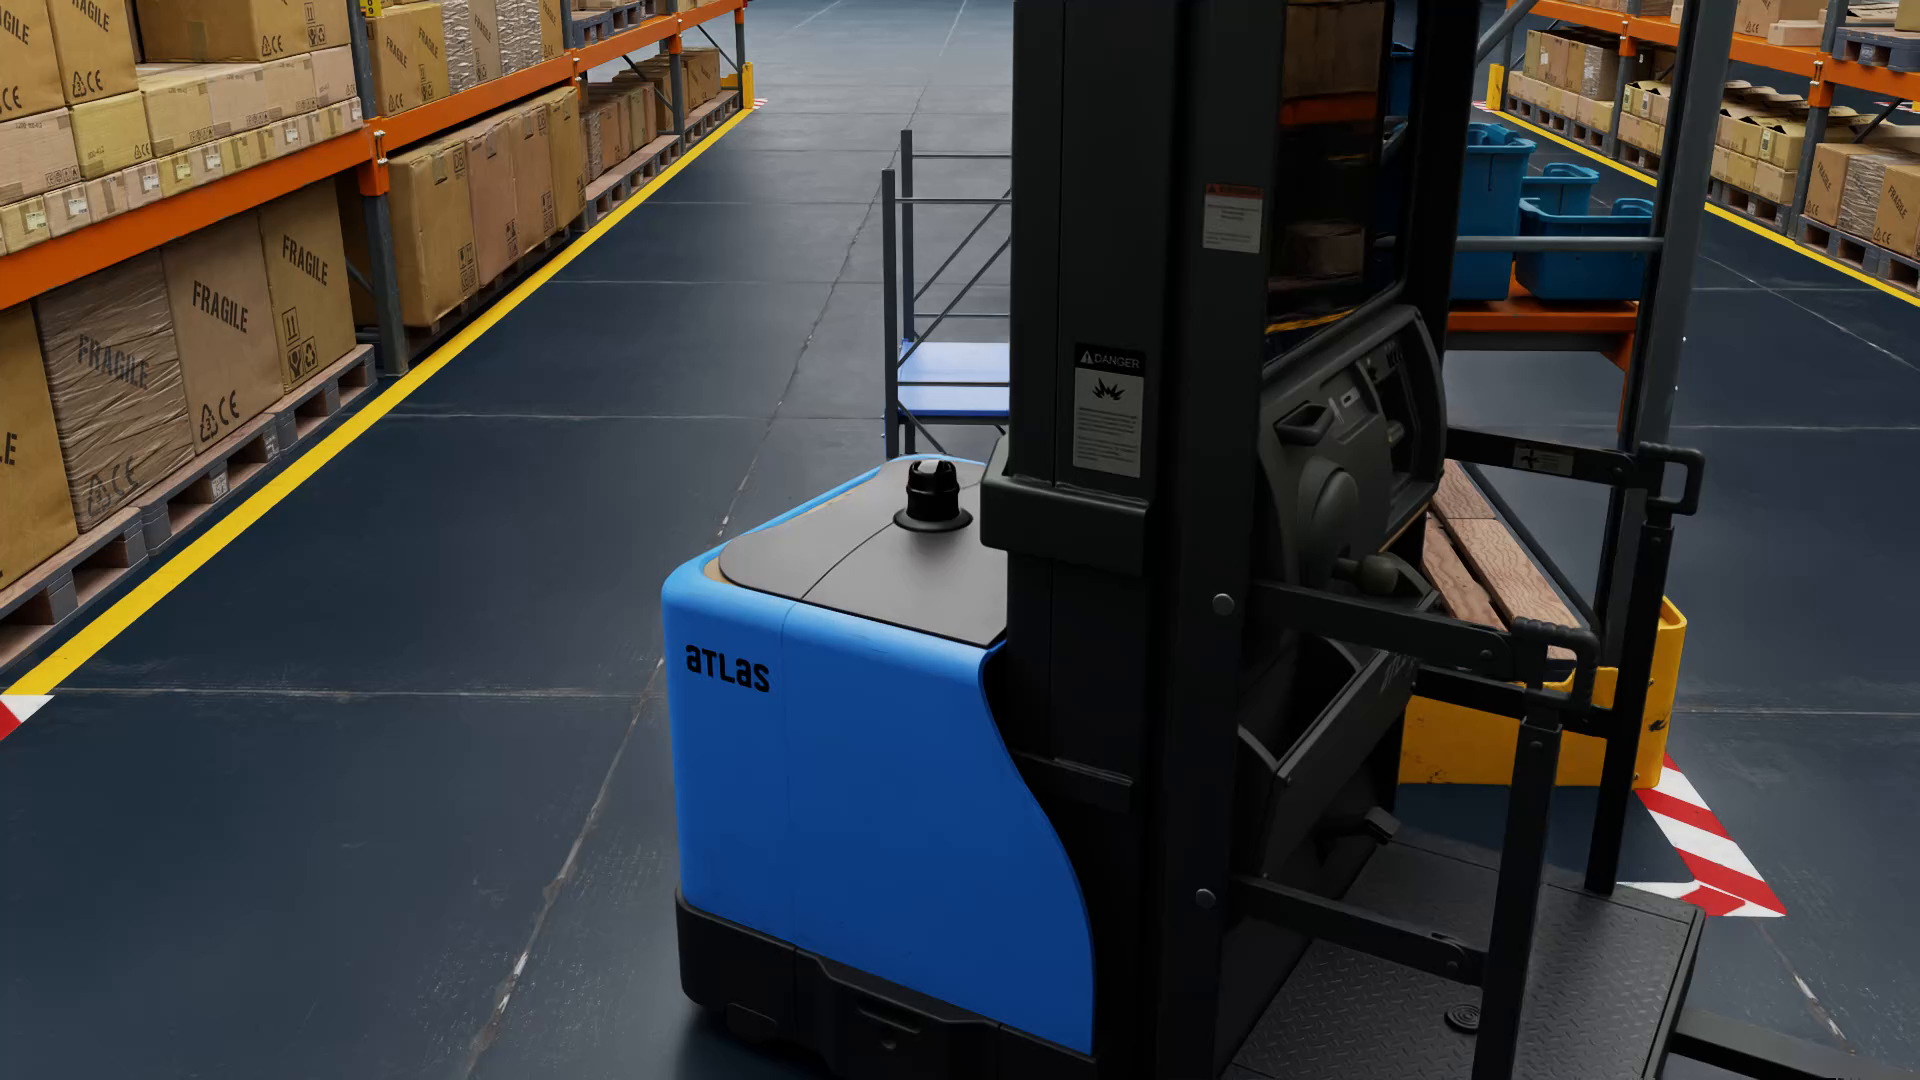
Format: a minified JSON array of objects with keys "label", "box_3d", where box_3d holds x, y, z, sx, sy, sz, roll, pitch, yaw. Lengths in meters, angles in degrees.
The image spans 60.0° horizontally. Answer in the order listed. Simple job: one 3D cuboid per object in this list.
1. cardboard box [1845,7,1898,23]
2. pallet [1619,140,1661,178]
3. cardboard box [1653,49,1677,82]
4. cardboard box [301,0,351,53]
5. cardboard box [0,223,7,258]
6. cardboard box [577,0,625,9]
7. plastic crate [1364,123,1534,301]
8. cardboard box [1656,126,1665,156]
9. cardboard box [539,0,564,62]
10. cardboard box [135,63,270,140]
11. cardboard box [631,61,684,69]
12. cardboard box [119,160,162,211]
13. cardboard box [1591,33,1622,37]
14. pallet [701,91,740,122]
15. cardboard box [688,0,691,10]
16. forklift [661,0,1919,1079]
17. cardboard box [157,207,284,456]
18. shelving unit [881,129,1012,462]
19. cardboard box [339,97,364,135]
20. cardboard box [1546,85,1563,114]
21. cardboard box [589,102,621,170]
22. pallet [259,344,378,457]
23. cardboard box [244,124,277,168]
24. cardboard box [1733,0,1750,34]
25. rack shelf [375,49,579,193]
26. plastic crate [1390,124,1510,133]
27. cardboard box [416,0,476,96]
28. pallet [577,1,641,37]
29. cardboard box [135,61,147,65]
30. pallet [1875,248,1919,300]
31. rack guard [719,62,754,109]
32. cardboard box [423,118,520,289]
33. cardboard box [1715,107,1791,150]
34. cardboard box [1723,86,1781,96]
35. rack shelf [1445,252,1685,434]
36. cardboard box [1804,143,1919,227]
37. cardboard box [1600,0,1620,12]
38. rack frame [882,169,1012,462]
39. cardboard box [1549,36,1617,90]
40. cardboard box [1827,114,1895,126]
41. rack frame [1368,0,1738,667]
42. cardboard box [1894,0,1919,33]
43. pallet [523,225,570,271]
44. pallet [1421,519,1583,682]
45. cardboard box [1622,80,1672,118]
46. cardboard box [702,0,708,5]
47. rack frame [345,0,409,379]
[{"label":"cardboard box","box_3d":[6.656,-3.695,12.028,0.500,0.311,0.500,2,21,5]},{"label":"pallet","box_3d":[6.740,-3.485,15.218,1.003,0.211,1.213,1,21,2]},{"label":"cardboard box","box_3d":[7.050,-4.479,16.111,0.500,0.500,0.500,1,21,2]},{"label":"cardboard box","box_3d":[-3.168,-2.519,7.633,0.500,0.500,0.500,1,21,3]},{"label":"cardboard box","box_3d":[-3.196,-0.924,5.110,0.380,0.149,0.250,0,21,1]},{"label":"cardboard box","box_3d":[-3.019,-4.445,13.465,0.500,0.250,0.500,0,21,0]},{"label":"plastic crate","box_3d":[1.231,-0.936,4.663,0.616,0.435,0.499,1,21,2]},{"label":"cardboard box","box_3d":[6.434,-3.450,14.495,0.500,0.250,0.500,0,21,0]},{"label":"cardboard box","box_3d":[-3.067,-3.581,11.474,0.500,0.500,0.500,1,21,3]},{"label":"cardboard box","box_3d":[-3.201,-1.804,6.828,0.500,0.250,0.500,1,21,3]},{"label":"cardboard box","box_3d":[-3.176,-4.769,17.549,0.500,0.500,0.500,-1,21,-3]},{"label":"cardboard box","box_3d":[-3.166,-1.296,6.069,0.380,0.149,0.250,0,21,1]},{"label":"cardboard box","box_3d":[7.110,-5.203,17.974,0.500,0.500,0.500,1,21,2]},{"label":"pallet","box_3d":[-3.119,-4.987,19.091,1.003,0.211,1.213,1,21,2]},{"label":"cardboard box","box_3d":[-2.871,-5.300,16.390,0.380,0.149,0.250,1,21,2]},{"label":"forklift","box_3d":[0.899,-0.173,2.923,3.031,2.935,1.130,12,24,29]},{"label":"cardboard box","box_3d":[-3.549,-0.912,7.088,0.875,0.875,0.875,1,21,2]},{"label":"shelving unit","box_3d":[0.003,-0.730,6.337,0.538,1.500,1.048,1,21,2]},{"label":"cardboard box","box_3d":[-3.103,-2.038,7.983,0.380,0.149,0.250,1,21,2]},{"label":"cardboard box","box_3d":[6.559,-4.678,17.659,0.500,0.250,0.500,1,21,2]},{"label":"cardboard box","box_3d":[-3.285,-3.404,14.002,0.700,0.500,0.500,2,21,6]},{"label":"pallet","box_3d":[-3.523,-0.695,8.029,1.003,0.211,1.213,1,21,2]},{"label":"cardboard box","box_3d":[-3.134,-1.666,7.024,0.380,0.149,0.250,1,21,3]},{"label":"cardboard box","box_3d":[6.652,-4.449,13.711,0.500,0.500,0.500,1,21,2]},{"label":"rack shelf","box_3d":[-3.361,-2.657,10.225,1.077,0.370,4.000,1,21,2]},{"label":"plastic crate","box_3d":[1.793,-1.389,6.110,0.416,0.233,0.300,1,21,2]},{"label":"cardboard box","box_3d":[-3.128,-2.842,9.569,0.500,0.500,0.500,0,21,0]},{"label":"pallet","box_3d":[-3.281,-4.342,13.839,1.003,0.211,1.213,1,21,2]},{"label":"cardboard box","box_3d":[-3.718,-1.991,7.311,0.500,0.250,0.500,1,21,1]},{"label":"pallet","box_3d":[6.501,-1.596,10.350,1.003,0.211,1.213,1,21,2]},{"label":"rack guard","box_3d":[-3.059,-5.415,19.795,1.175,0.500,0.348,1,21,2]},{"label":"cardboard box","box_3d":[-3.396,-2.029,9.969,1.225,0.875,0.875,0,21,0]},{"label":"cardboard box","box_3d":[6.399,-3.343,13.444,0.500,0.311,0.500,0,21,1]},{"label":"cardboard box","box_3d":[6.988,-3.889,14.851,0.500,0.311,0.500,1,21,3]},{"label":"rack shelf","box_3d":[1.468,-1.156,6.357,1.077,0.370,4.000,1,21,2]},{"label":"cardboard box","box_3d":[6.302,-2.484,11.631,0.500,0.500,0.500,2,21,4]},{"label":"cardboard box","box_3d":[6.740,-5.450,16.289,0.700,0.500,0.500,0,21,1]},{"label":"rack frame","box_3d":[-0.013,-0.546,5.863,0.500,1.500,0.032,1,21,2]},{"label":"cardboard box","box_3d":[6.558,-5.028,17.524,0.500,0.500,0.500,1,21,2]},{"label":"cardboard box","box_3d":[6.919,-3.157,12.964,0.500,0.311,0.500,0,21,0]},{"label":"rack frame","box_3d":[1.407,-0.769,4.363,1.000,3.000,0.127,1,21,2]},{"label":"cardboard box","box_3d":[6.695,-3.619,10.990,0.700,0.500,0.500,-7,22,-16]},{"label":"pallet","box_3d":[-3.399,-2.131,11.730,1.003,0.211,1.213,1,21,2]},{"label":"pallet","box_3d":[1.471,0.234,5.635,1.003,0.211,1.213,1,21,2]},{"label":"cardboard box","box_3d":[6.462,-4.080,15.344,0.500,0.311,0.500,1,21,2]},{"label":"cardboard box","box_3d":[-2.839,-5.662,17.321,0.380,0.149,0.250,1,21,2]},{"label":"rack frame","box_3d":[-3.422,-2.269,8.231,1.000,3.000,0.127,1,21,2]}]
